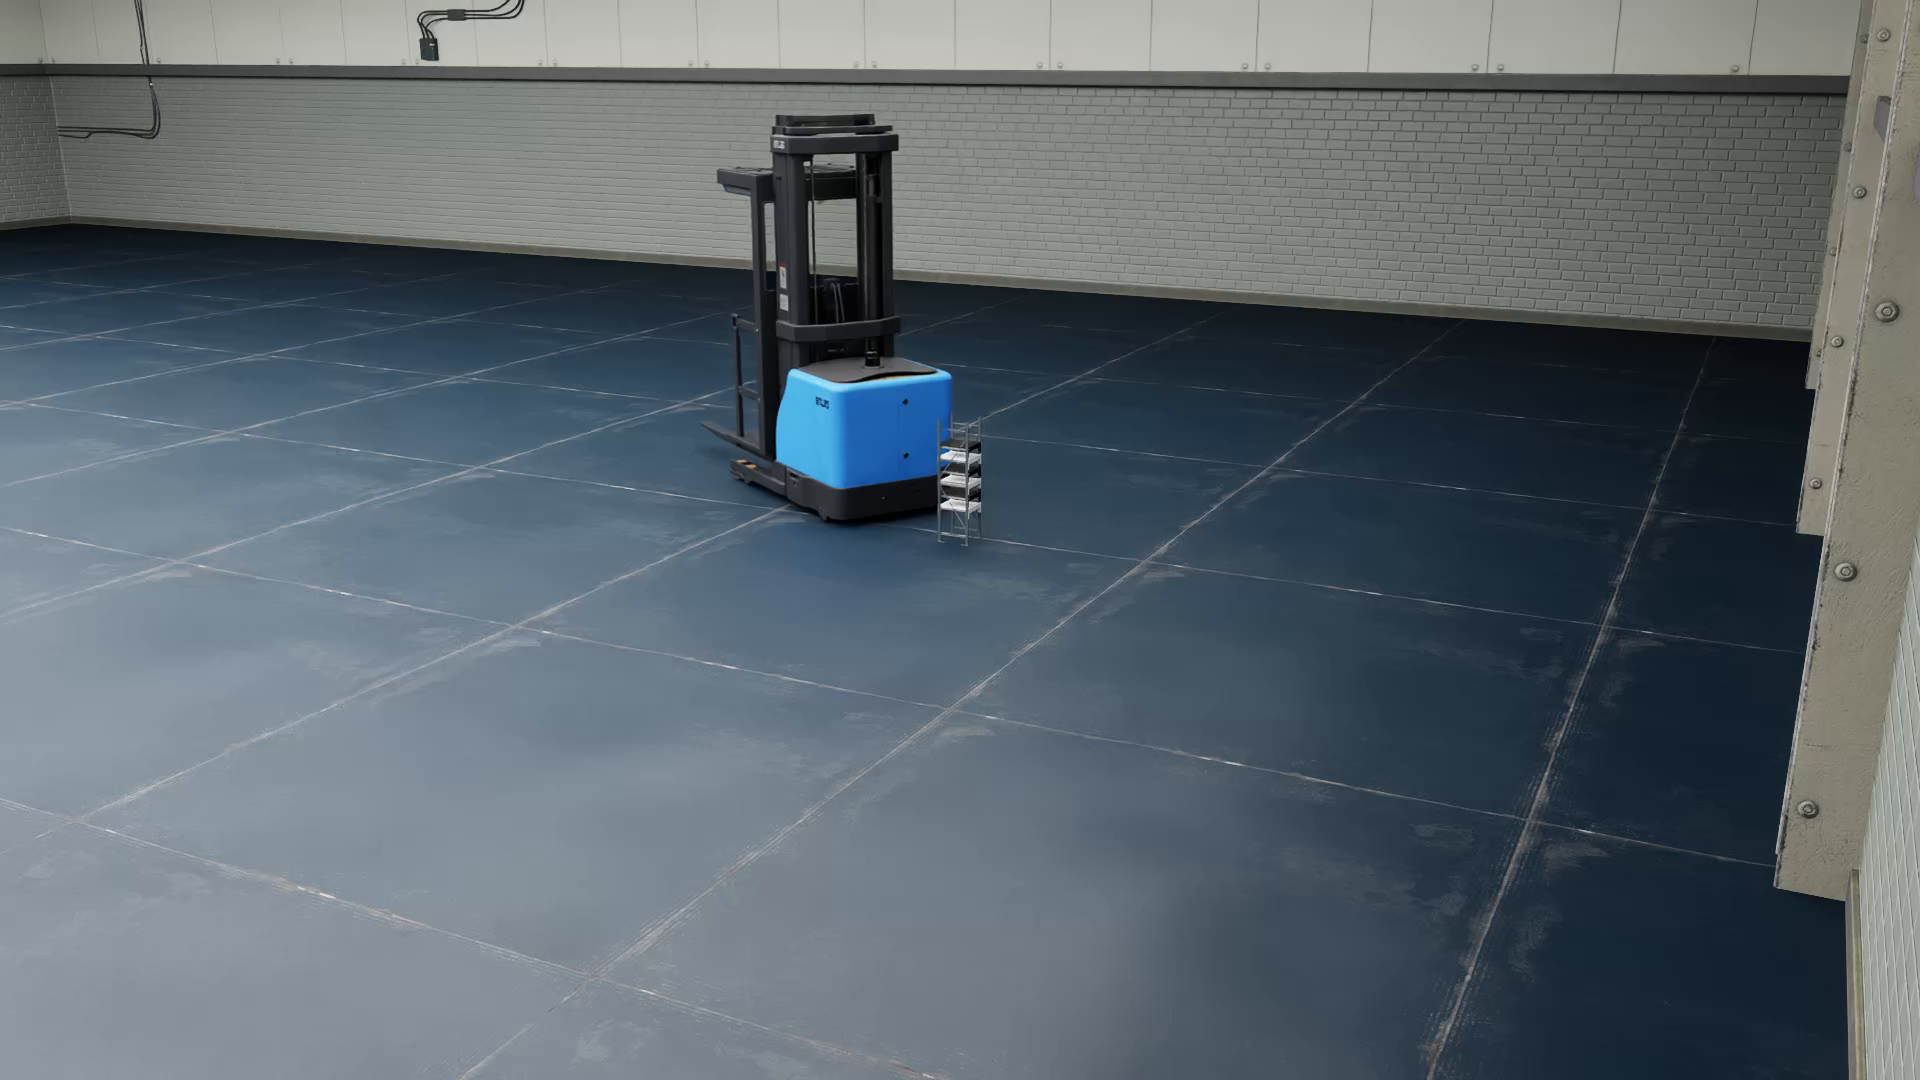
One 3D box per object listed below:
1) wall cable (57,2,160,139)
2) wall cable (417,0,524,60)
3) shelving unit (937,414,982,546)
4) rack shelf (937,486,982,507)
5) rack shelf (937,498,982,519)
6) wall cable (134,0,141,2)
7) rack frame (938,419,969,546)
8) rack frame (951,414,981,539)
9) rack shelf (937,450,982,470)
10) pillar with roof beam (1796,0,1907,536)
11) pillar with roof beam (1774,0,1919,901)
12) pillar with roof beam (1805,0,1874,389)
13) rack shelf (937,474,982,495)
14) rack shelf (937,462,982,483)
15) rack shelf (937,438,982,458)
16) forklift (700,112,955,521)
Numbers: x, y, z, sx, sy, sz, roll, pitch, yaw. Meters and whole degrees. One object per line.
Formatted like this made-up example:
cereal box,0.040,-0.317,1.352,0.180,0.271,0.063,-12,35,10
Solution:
wall cable,-16.638,-9.028,32.068,3.097,2.526,0.112,8,18,25
wall cable,-8.152,-10.935,27.062,2.305,6.003,0.169,8,18,25
shelving unit,-0.004,-0.429,11.889,0.258,0.900,0.210,8,18,25
rack shelf,-0.004,-0.311,11.924,0.258,0.077,0.200,8,18,25
rack shelf,-0.004,-0.225,11.950,0.258,0.077,0.200,8,18,25
wall cable,-14.217,-11.105,30.190,3.097,2.526,0.112,8,18,25
rack frame,-0.049,-0.403,11.802,0.240,0.900,0.006,8,18,25
rack frame,0.042,-0.455,11.976,0.240,0.900,0.006,8,18,25
rack shelf,-0.004,-0.570,11.848,0.258,0.077,0.200,8,18,25
pillar with roof beam,2.511,-4.946,12.872,9.100,9.000,0.400,8,18,25
pillar with roof beam,-0.170,-3.418,7.726,9.100,9.000,0.400,8,18,25
pillar with roof beam,5.192,-6.474,18.017,9.100,9.000,0.400,8,18,25
rack shelf,-0.004,-0.397,11.899,0.258,0.077,0.200,8,18,25
rack shelf,-0.004,-0.484,11.873,0.258,0.077,0.200,8,18,25
rack shelf,-0.004,-0.656,11.822,0.258,0.077,0.200,8,18,25
forklift,-1.236,-1.917,13.330,1.130,2.935,3.031,-10,19,-30
